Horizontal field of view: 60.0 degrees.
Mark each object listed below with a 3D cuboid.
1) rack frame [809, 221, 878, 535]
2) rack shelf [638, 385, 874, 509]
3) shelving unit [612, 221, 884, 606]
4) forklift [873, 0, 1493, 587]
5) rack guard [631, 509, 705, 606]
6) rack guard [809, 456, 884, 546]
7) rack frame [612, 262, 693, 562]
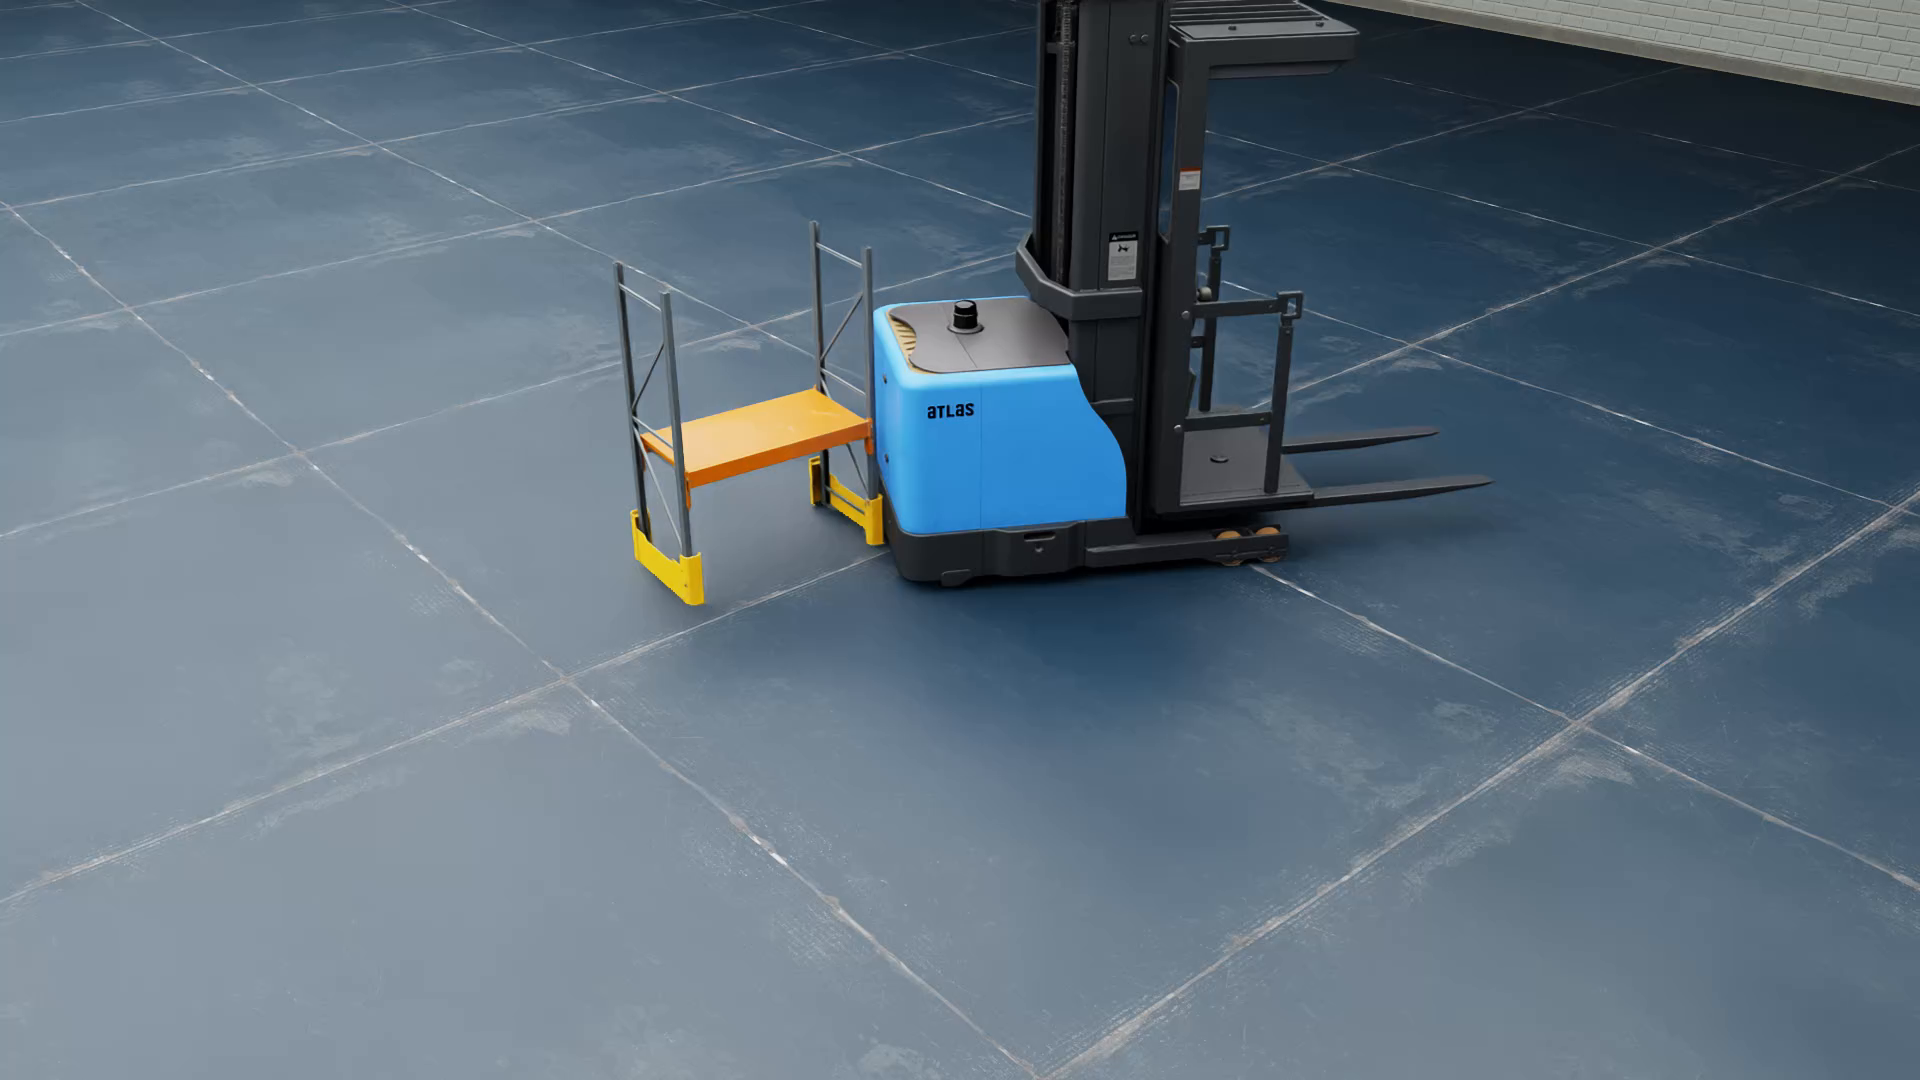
[{"bbox_3d":[-0.558,-0.756,8.073,0.032,1.500,0.500,-19,33,-31],"label":"rack frame"},{"bbox_3d":[-0.971,-0.457,7.896,1.000,0.185,0.538,-19,33,-31],"label":"rack shelf"},{"bbox_3d":[-0.978,-0.613,7.807,1.083,1.500,0.587,-19,33,-31],"label":"shelving unit"},{"bbox_3d":[1.122,-1.406,7.772,3.031,2.935,1.130,-5,29,-10],"label":"forklift"},{"bbox_3d":[-1.382,0.075,7.844,0.087,0.250,0.587,-19,33,-31],"label":"rack guard"},{"bbox_3d":[-0.574,-0.199,8.358,0.087,0.250,0.587,-19,33,-31],"label":"rack guard"},{"bbox_3d":[-1.383,-0.476,7.549,0.032,1.500,0.500,-19,33,-31],"label":"rack frame"}]
